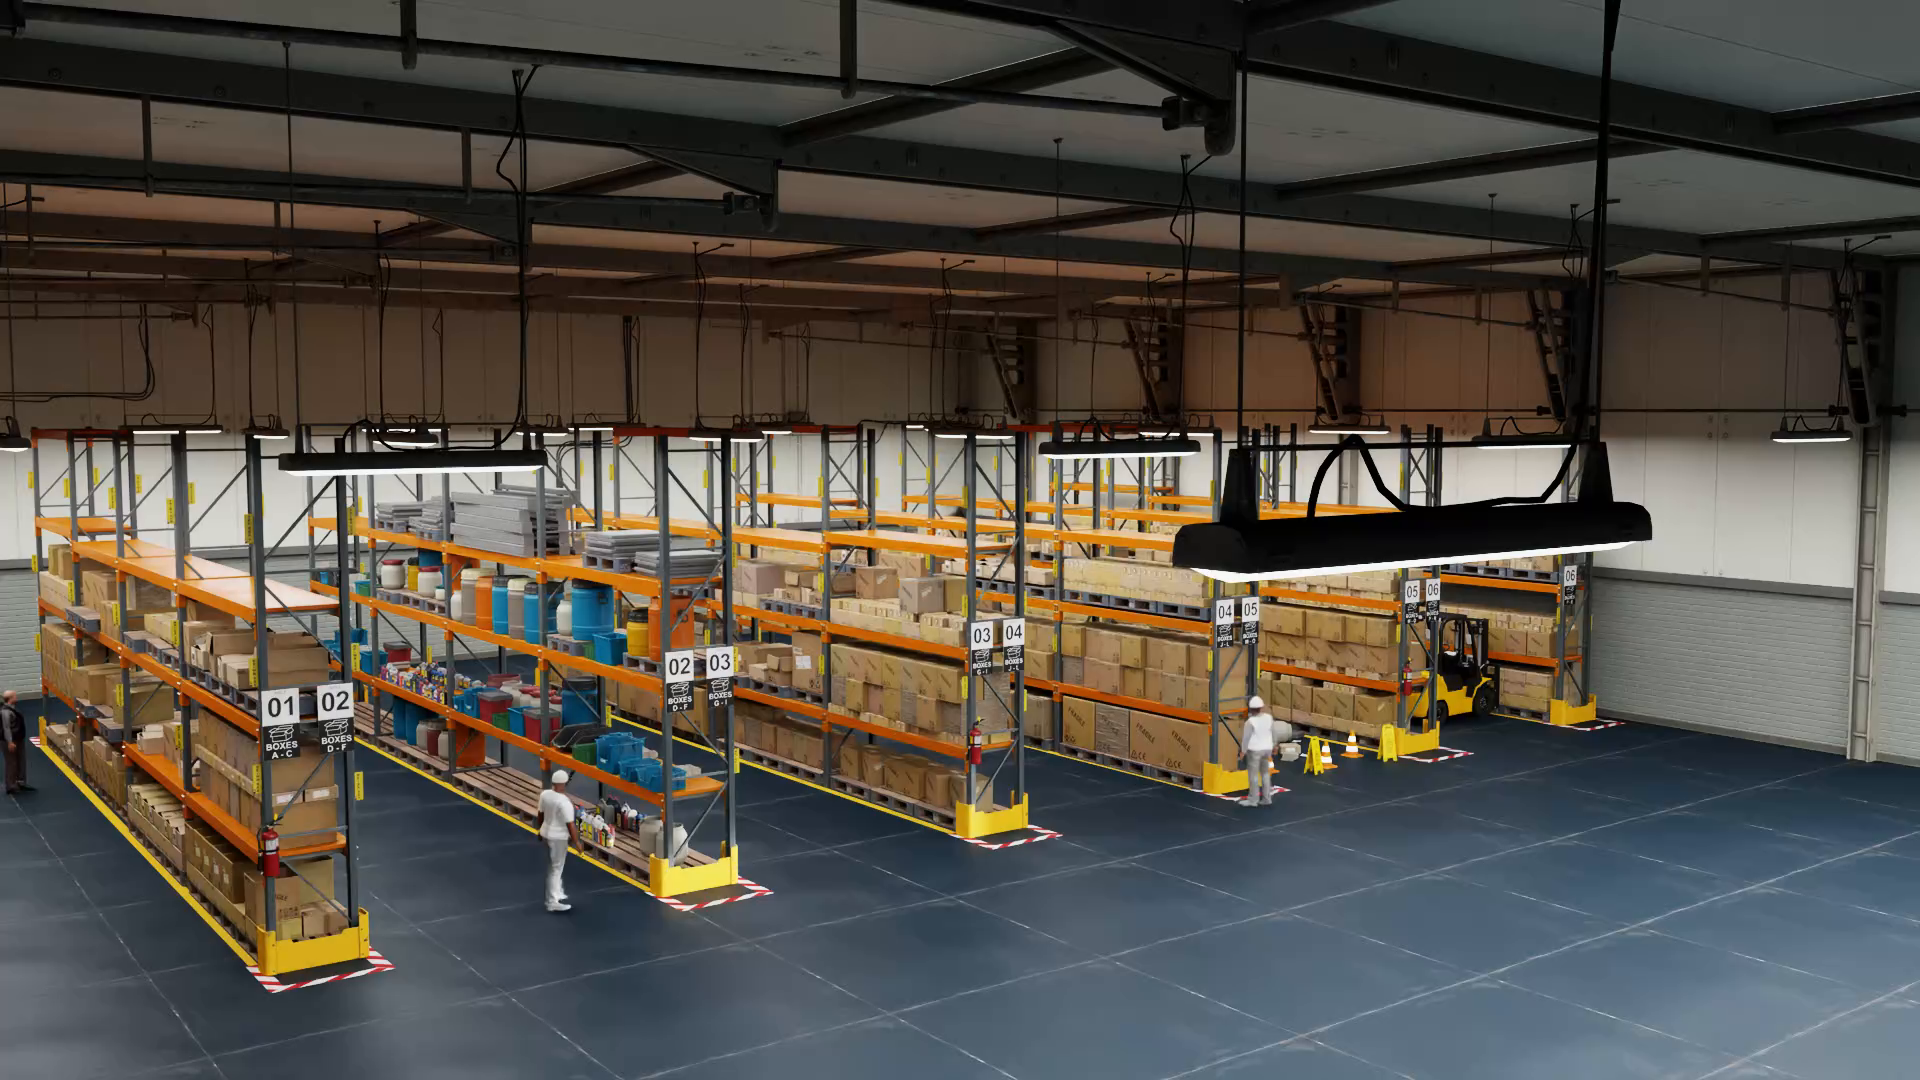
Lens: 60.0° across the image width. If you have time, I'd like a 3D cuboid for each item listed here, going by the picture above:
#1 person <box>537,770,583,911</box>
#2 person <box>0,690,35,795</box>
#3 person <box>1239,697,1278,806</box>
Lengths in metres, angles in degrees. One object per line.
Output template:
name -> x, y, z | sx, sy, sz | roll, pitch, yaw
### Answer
person -> -5.117, 3.803, 21.175 | 0.535, 1.797, 0.703 | -3, 6, -37
person -> -15.610, 3.327, 27.435 | 0.431, 1.727, 0.588 | 0, 4, -3
person -> 4.795, 3.380, 26.570 | 0.648, 1.805, 0.399 | -2, 5, -26
